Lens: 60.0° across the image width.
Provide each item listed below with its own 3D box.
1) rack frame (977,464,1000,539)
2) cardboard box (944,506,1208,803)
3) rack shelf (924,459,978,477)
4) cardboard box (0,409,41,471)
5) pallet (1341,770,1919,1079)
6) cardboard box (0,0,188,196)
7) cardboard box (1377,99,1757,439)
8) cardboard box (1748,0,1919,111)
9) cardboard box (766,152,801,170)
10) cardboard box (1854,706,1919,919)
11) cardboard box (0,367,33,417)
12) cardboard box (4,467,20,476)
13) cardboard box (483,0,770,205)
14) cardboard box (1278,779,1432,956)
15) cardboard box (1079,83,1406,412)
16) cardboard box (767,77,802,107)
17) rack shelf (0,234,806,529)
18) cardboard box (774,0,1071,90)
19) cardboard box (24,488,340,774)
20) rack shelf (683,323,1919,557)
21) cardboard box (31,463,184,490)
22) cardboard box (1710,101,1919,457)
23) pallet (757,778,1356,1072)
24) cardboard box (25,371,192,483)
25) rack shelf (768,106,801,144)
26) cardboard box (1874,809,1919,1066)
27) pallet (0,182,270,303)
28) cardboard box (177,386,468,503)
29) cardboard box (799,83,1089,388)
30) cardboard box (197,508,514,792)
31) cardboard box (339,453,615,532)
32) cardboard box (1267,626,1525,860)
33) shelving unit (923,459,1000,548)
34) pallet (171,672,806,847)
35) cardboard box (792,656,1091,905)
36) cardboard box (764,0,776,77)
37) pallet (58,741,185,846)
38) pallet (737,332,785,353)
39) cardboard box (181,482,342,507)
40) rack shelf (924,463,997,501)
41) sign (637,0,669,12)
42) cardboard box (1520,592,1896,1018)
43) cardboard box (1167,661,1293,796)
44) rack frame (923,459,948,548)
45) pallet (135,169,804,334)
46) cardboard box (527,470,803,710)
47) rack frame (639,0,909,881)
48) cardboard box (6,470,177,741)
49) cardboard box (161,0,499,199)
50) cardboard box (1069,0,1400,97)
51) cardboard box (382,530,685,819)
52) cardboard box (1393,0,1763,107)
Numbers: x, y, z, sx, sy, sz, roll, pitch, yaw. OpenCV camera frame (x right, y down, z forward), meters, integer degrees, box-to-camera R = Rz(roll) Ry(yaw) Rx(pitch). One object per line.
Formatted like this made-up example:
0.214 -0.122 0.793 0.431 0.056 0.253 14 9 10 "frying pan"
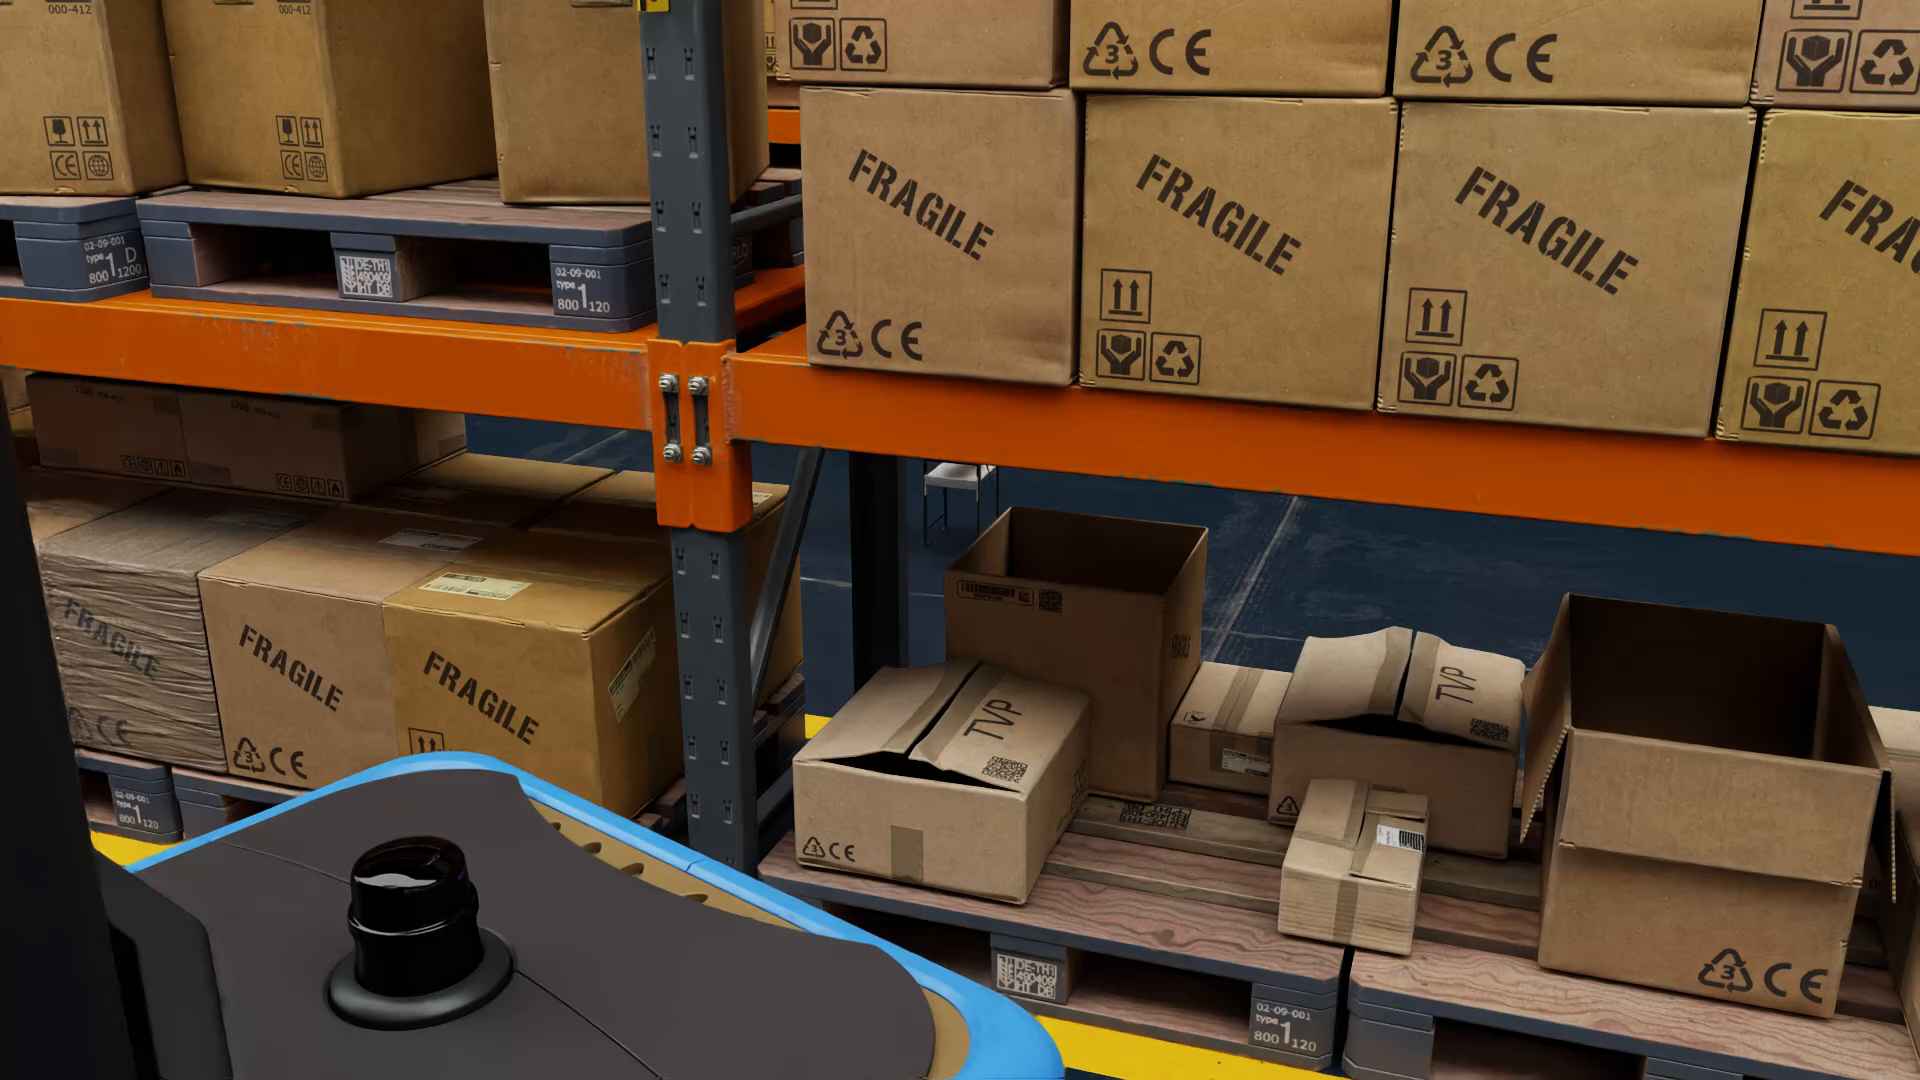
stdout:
0.104 -0.413 5.894 0.006 0.900 0.240 7 20 18 "rack frame"
0.280 0.251 3.927 0.500 0.500 0.500 7 20 18 "cardboard box"
0.008 -0.308 5.966 0.200 0.077 0.258 7 20 18 "rack shelf"
-2.681 -0.070 4.849 0.500 0.500 0.500 6 20 16 "cardboard box"
1.453 0.828 3.381 1.213 0.211 1.003 7 20 18 "pallet"
-2.041 -1.112 3.919 0.500 0.500 0.700 1 19 4 "cardboard box"
0.997 -0.493 2.782 0.500 0.500 0.500 6 20 18 "cardboard box"
1.462 -0.909 2.455 0.500 0.500 0.500 7 20 20 "cardboard box"
-1.031 -1.634 8.834 0.750 0.750 0.750 6 20 18 "cardboard box"
2.062 0.573 3.384 0.500 0.250 0.500 7 20 18 "cardboard box"
-3.115 -0.475 4.873 0.500 0.250 0.500 7 21 20 "cardboard box"
-2.825 0.094 4.377 0.500 0.500 0.500 6 20 17 "cardboard box"
-0.726 -1.061 3.773 0.500 0.500 0.700 0 19 0 "cardboard box"
0.794 0.638 3.324 0.250 0.166 0.380 7 20 18 "cardboard box"
0.525 -0.548 2.939 0.500 0.500 0.500 7 20 19 "cardboard box"
-0.820 -2.288 8.435 0.250 0.149 0.380 7 20 18 "cardboard box"
-2.241 -0.571 4.250 4.000 0.370 1.077 7 20 18 "rack shelf"
0.001 -1.076 2.934 0.500 0.500 0.500 7 20 19 "cardboard box"
-1.850 0.203 4.065 0.500 0.500 0.500 7 20 19 "cardboard box"
1.538 -0.139 3.010 4.000 0.370 1.077 7 20 18 "rack shelf"
-2.183 -0.015 4.692 0.500 0.500 0.500 6 20 16 "cardboard box"
1.478 -0.439 2.625 0.500 0.500 0.500 6 20 17 "cardboard box"
0.297 0.697 3.757 1.213 0.211 1.003 7 20 18 "pallet"
-2.147 -0.366 4.560 0.500 0.250 0.500 6 20 17 "cardboard box"
-0.619 -2.112 8.670 4.000 0.370 1.077 7 20 18 "rack shelf"
1.945 0.734 2.922 0.500 0.250 0.500 7 20 18 "cardboard box"
-2.292 -0.827 4.184 1.213 0.211 1.003 7 20 18 "pallet"
-1.673 -0.312 4.405 0.500 0.250 0.500 7 20 18 "cardboard box"
0.040 -0.602 3.094 0.500 0.500 0.500 7 20 19 "cardboard box"
-1.376 0.258 3.909 0.500 0.500 0.500 7 20 18 "cardboard box"
-1.236 0.096 4.373 0.500 0.500 0.500 7 20 19 "cardboard box"
0.988 0.422 3.726 0.500 0.311 0.500 7 20 18 "cardboard box"
0.008 -0.424 5.926 0.210 0.900 0.258 7 20 18 "shelving unit"
-1.132 0.546 4.189 1.213 0.211 1.003 7 20 18 "pallet"
-0.026 0.480 3.559 0.500 0.311 0.500 7 20 18 "cardboard box"
-0.679 -2.565 8.244 0.500 0.500 0.500 7 20 20 "cardboard box"
-2.289 0.415 4.566 1.213 0.211 1.003 7 20 18 "pallet"
-0.639 -1.110 8.939 1.213 0.211 1.003 7 20 18 "pallet"
-1.706 0.039 4.535 0.500 0.500 0.500 7 20 19 "cardboard box"
0.008 -0.223 5.996 0.200 0.077 0.258 7 20 18 "rack shelf"
-0.530 -1.068 2.825 0.005 0.325 0.100 7 20 18 "sign"
1.425 0.478 3.273 0.637 0.503 0.797 7 20 18 "cardboard box"
0.654 0.439 3.922 0.250 0.149 0.380 7 20 18 "cardboard box"
-0.088 -0.435 5.957 0.006 0.900 0.240 7 20 18 "rack frame"
-1.071 -0.724 3.888 1.213 0.211 1.003 7 20 18 "pallet"
-0.729 0.150 4.218 0.500 0.500 0.500 6 20 16 "cardboard box"
-0.352 -0.695 3.512 0.127 3.000 1.000 7 20 18 "rack frame"
-2.331 0.149 4.220 0.500 0.500 0.500 6 20 16 "cardboard box"
-1.396 -1.115 3.929 0.500 0.500 0.700 10 22 27 "cardboard box"
0.489 -1.020 2.774 0.500 0.500 0.500 6 20 16 "cardboard box"
-0.912 0.314 3.748 0.500 0.500 0.500 6 20 18 "cardboard box"
0.974 -0.964 2.615 0.500 0.500 0.500 6 20 16 "cardboard box"
